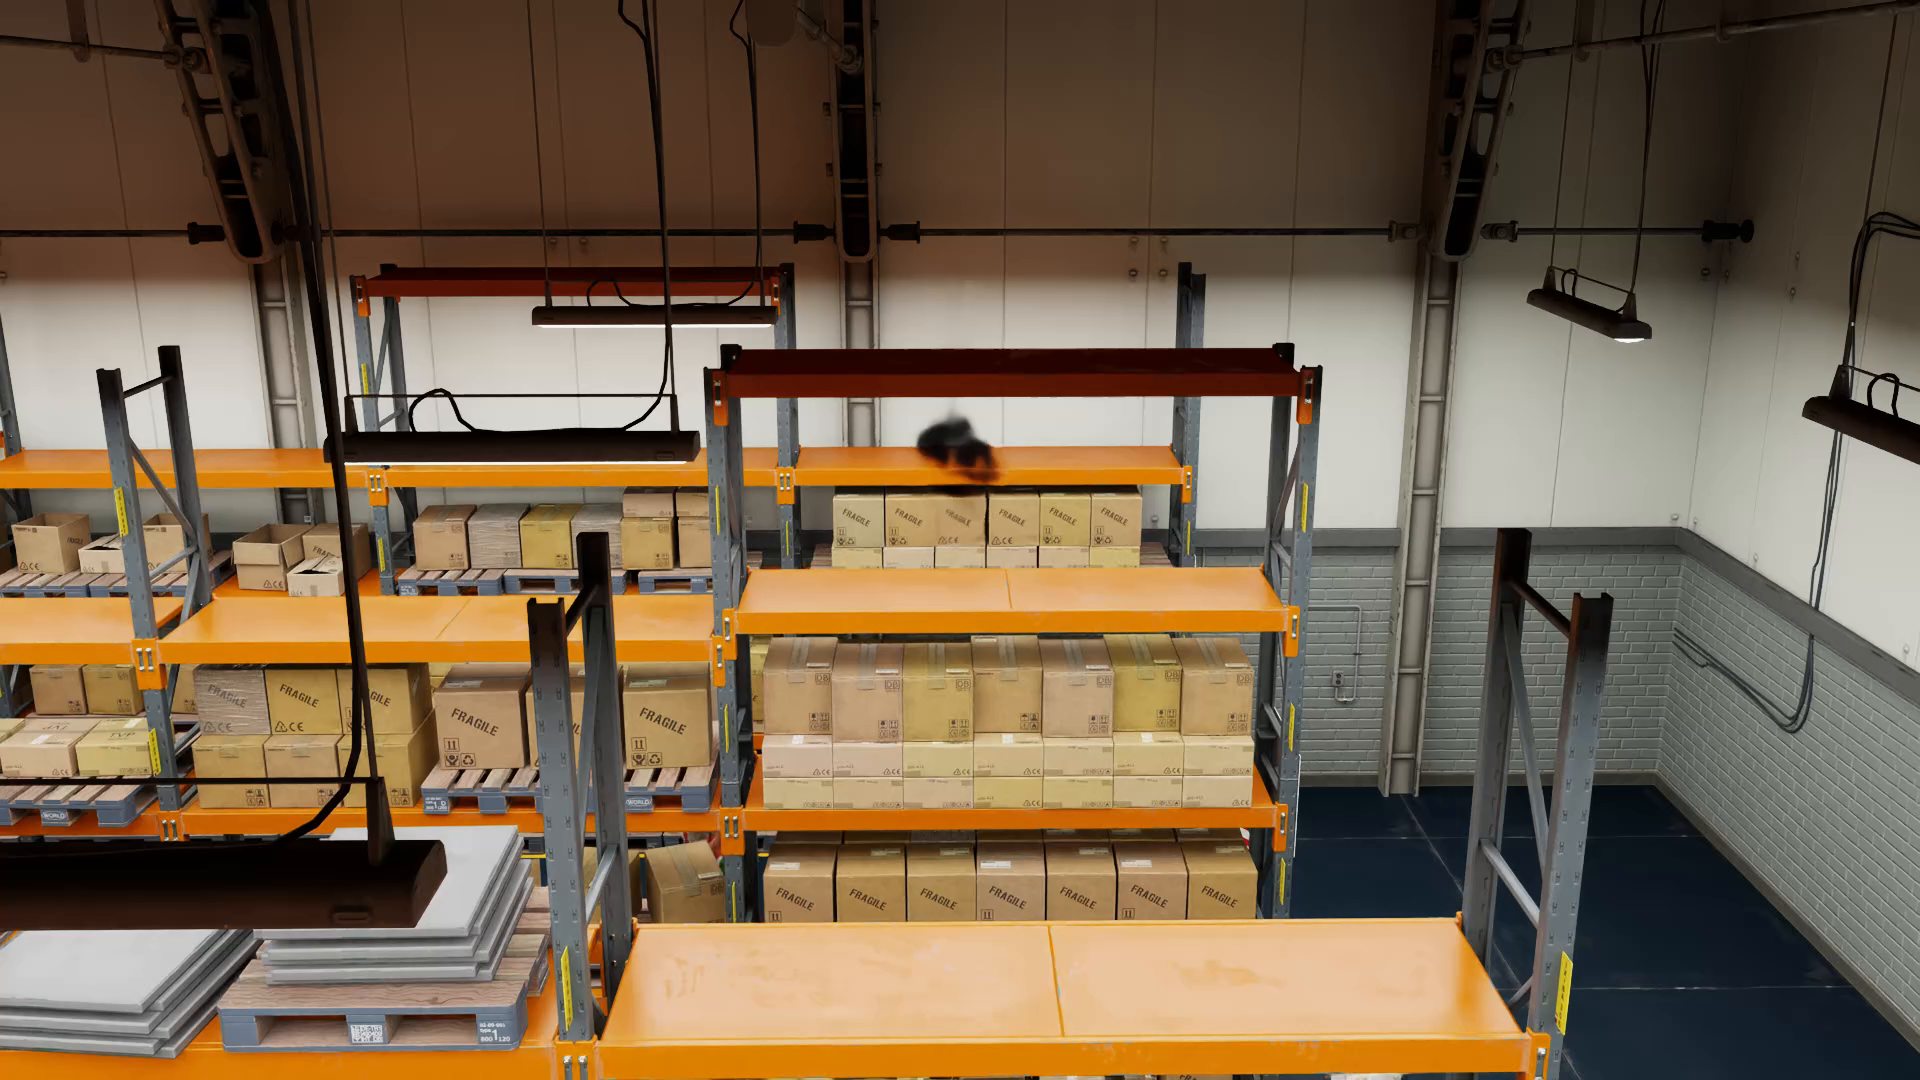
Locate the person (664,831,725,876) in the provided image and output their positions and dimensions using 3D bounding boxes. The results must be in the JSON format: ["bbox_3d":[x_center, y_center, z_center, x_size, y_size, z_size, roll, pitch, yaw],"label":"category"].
[{"bbox_3d":[-2.236,2.849,14.576,0.782,1.857,0.685,1,16,4],"label":"person"}]

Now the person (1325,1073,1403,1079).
[{"bbox_3d":[2.831,3.948,11.877,0.685,1.815,0.707,-14,22,-41],"label":"person"}]
